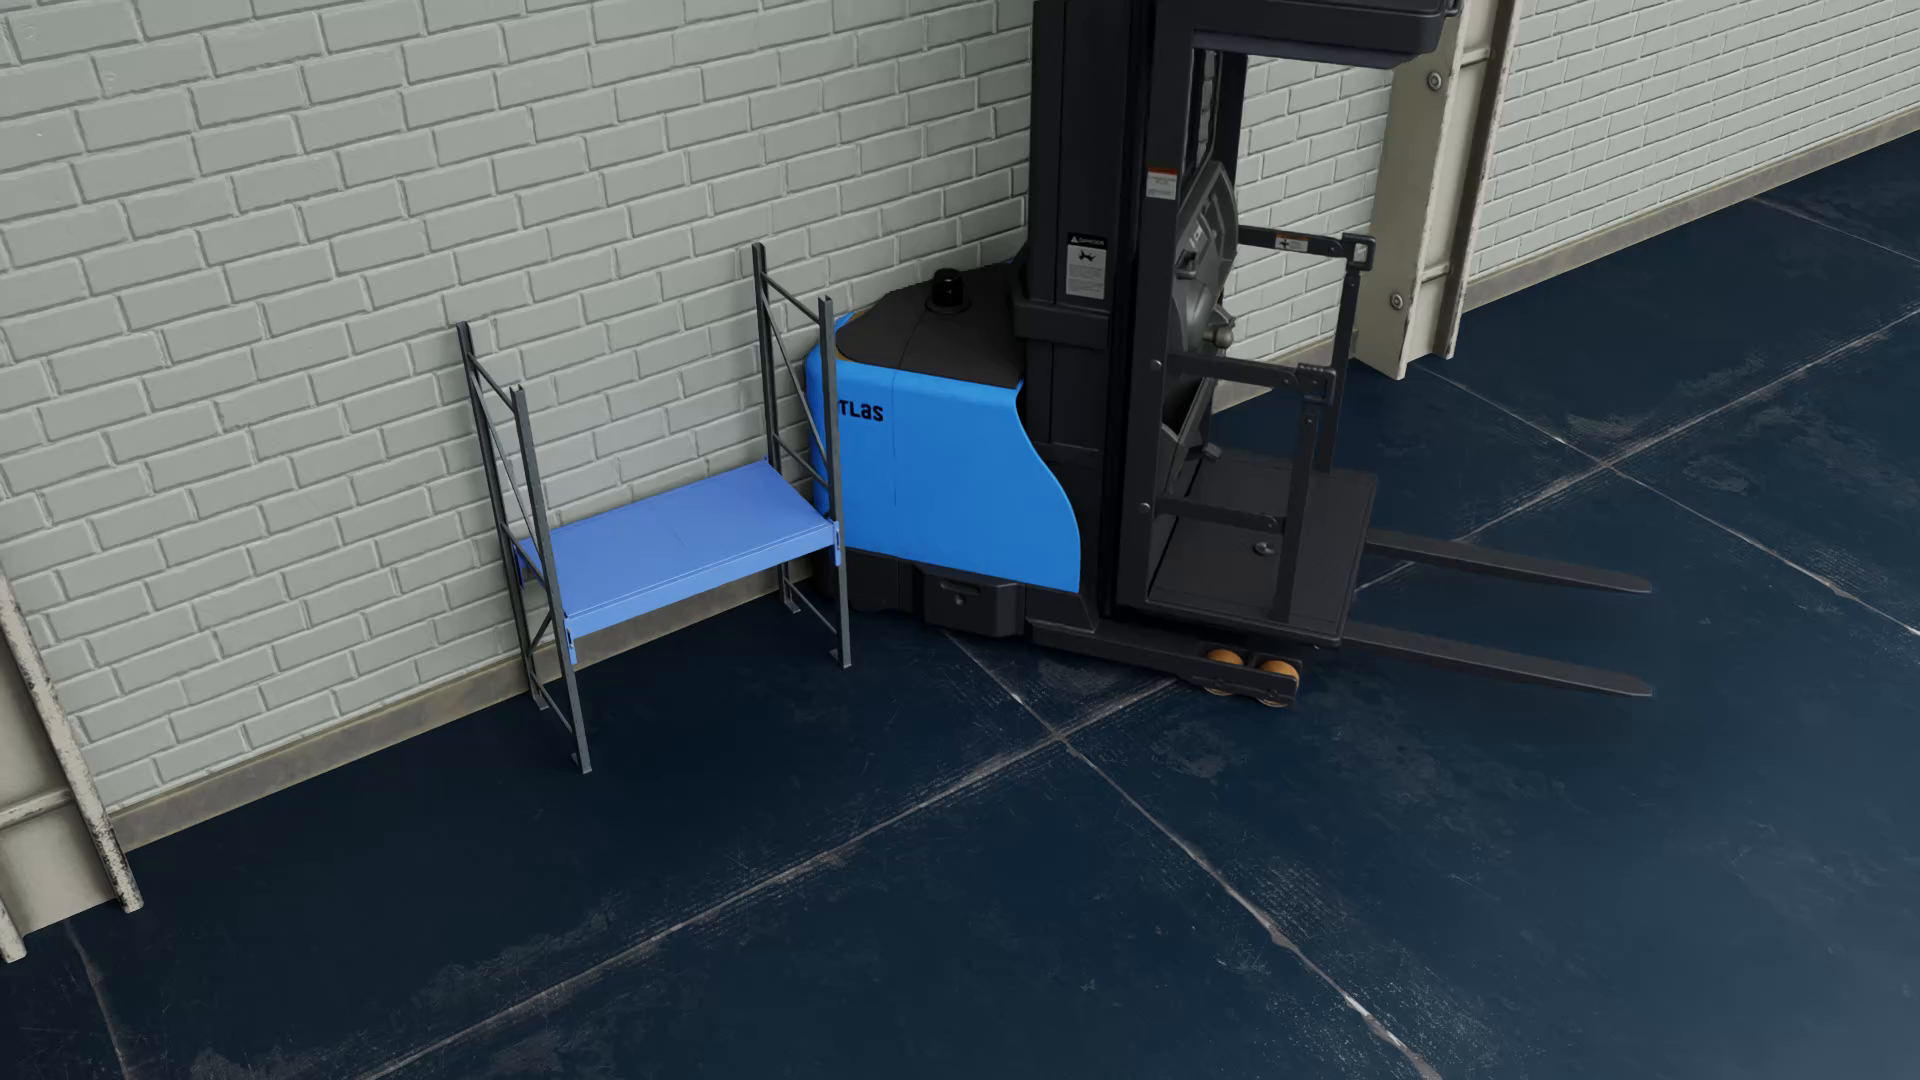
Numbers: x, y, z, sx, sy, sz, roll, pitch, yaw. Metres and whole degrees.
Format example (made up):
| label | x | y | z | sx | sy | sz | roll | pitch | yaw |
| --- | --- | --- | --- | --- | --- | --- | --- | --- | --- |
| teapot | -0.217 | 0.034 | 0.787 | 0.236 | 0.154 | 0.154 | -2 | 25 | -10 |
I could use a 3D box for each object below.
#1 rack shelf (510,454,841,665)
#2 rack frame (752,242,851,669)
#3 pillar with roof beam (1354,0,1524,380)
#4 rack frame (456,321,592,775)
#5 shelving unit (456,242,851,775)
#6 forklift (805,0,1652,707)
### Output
| label | x | y | z | sx | sy | sz | roll | pitch | yaw |
| --- | --- | --- | --- | --- | --- | --- | --- | --- | --- |
| rack shelf | -0.975 | 0.045 | 5.711 | 1.000 | 0.185 | 0.538 | -21 | 41 | -26 |
| rack frame | -0.549 | -0.263 | 5.832 | 0.032 | 1.500 | 0.500 | -21 | 41 | -26 |
| pillar with roof beam | 4.600 | -2.486 | 2.499 | 0.400 | 9.000 | 9.100 | -22 | 41 | -28 |
| rack frame | -1.401 | 0.061 | 5.381 | 0.032 | 1.500 | 0.500 | -21 | 41 | -26 |
| shelving unit | -0.975 | -0.101 | 5.606 | 1.048 | 1.500 | 0.538 | -21 | 41 | -26 |
| forklift | 1.014 | -0.945 | 5.554 | 3.031 | 2.935 | 1.130 | 11 | 37 | 15 |
